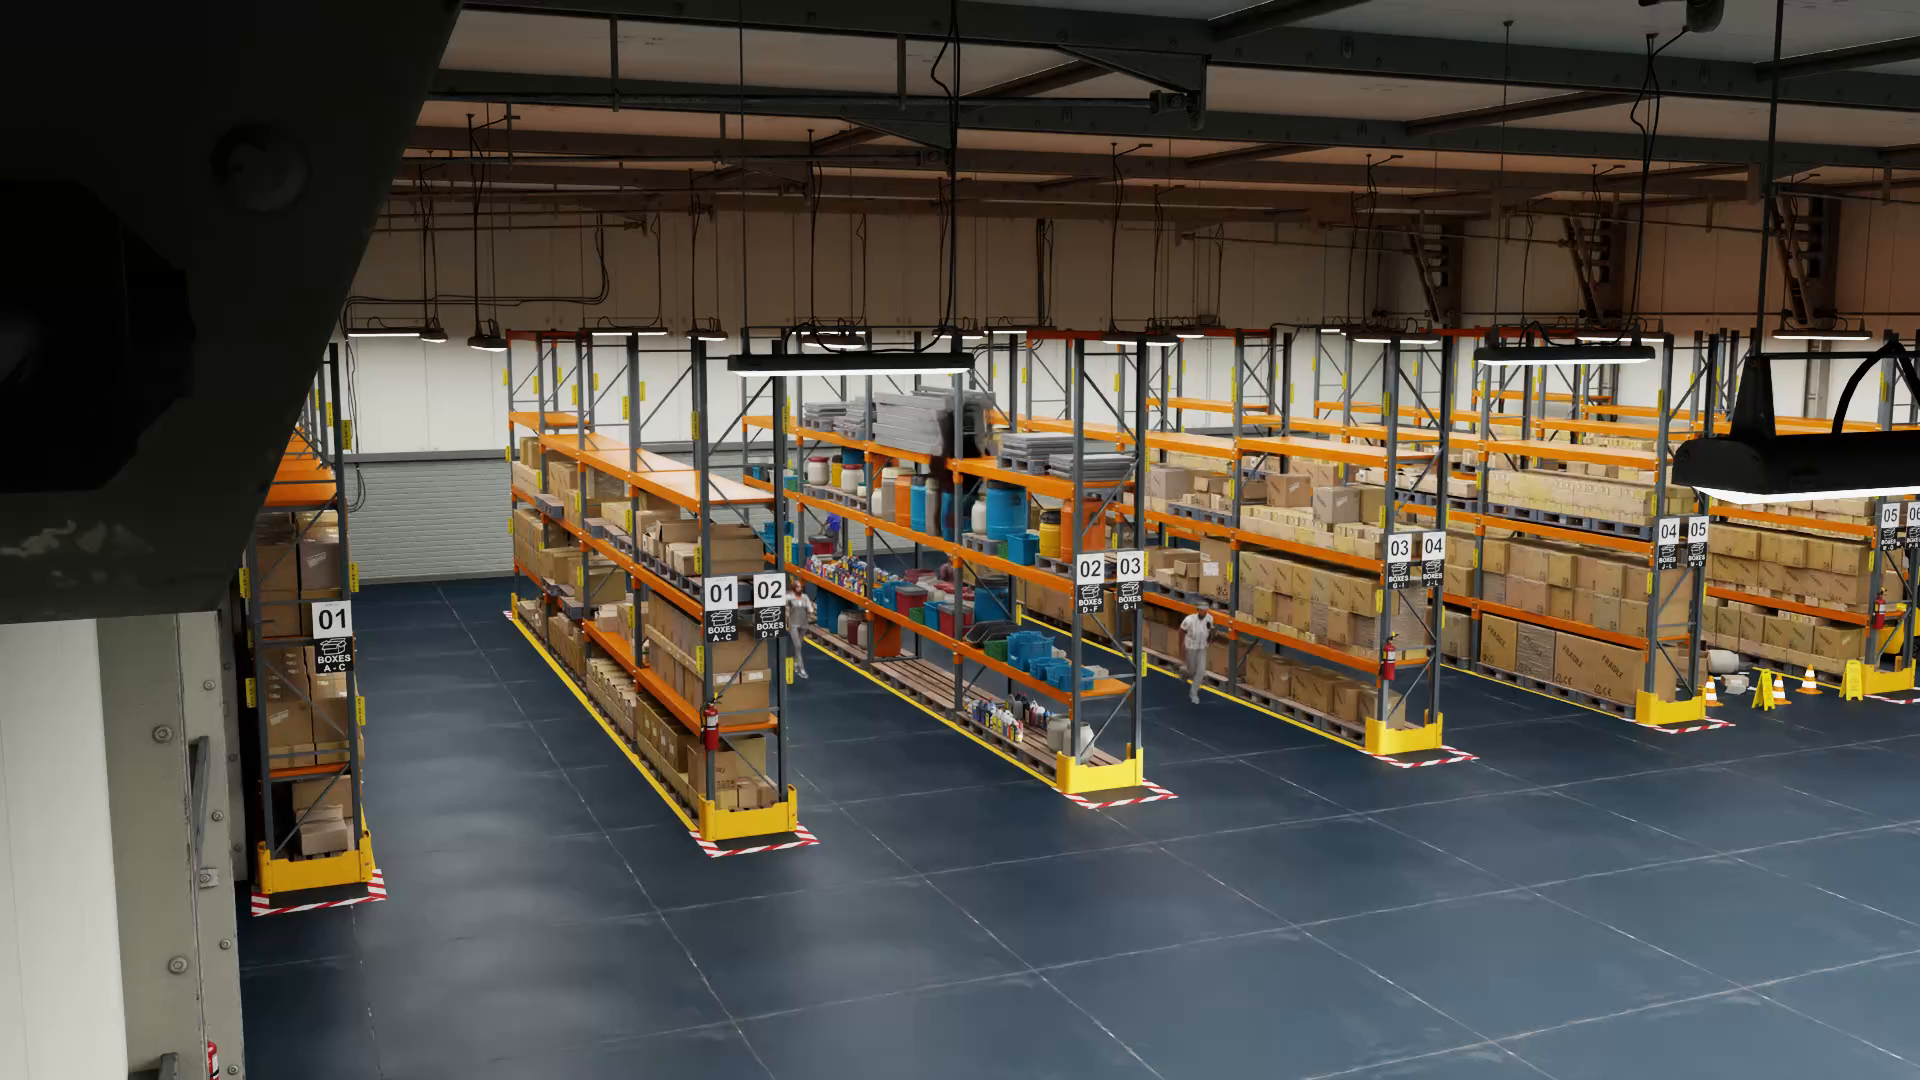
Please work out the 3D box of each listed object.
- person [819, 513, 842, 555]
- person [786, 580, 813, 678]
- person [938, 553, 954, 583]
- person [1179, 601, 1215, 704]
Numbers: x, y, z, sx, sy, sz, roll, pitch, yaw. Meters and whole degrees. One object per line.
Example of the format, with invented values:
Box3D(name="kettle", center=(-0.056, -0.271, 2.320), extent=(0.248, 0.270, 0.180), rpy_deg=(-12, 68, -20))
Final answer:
Box3D(name="person", center=(-3.199, -0.115, 41.632), extent=(0.539, 1.613, 0.605), rpy_deg=(7, 10, 40))
Box3D(name="person", center=(-2.724, 1.470, 27.943), extent=(0.537, 1.610, 0.848), rpy_deg=(-4, 9, -30))
Box3D(name="person", center=(-0.139, 1.087, 32.180), extent=(0.677, 1.810, 0.882), rpy_deg=(-5, 9, -31))
Box3D(name="person", center=(3.701, 1.708, 26.220), extent=(0.568, 1.629, 0.814), rpy_deg=(-3, 8, -20))
